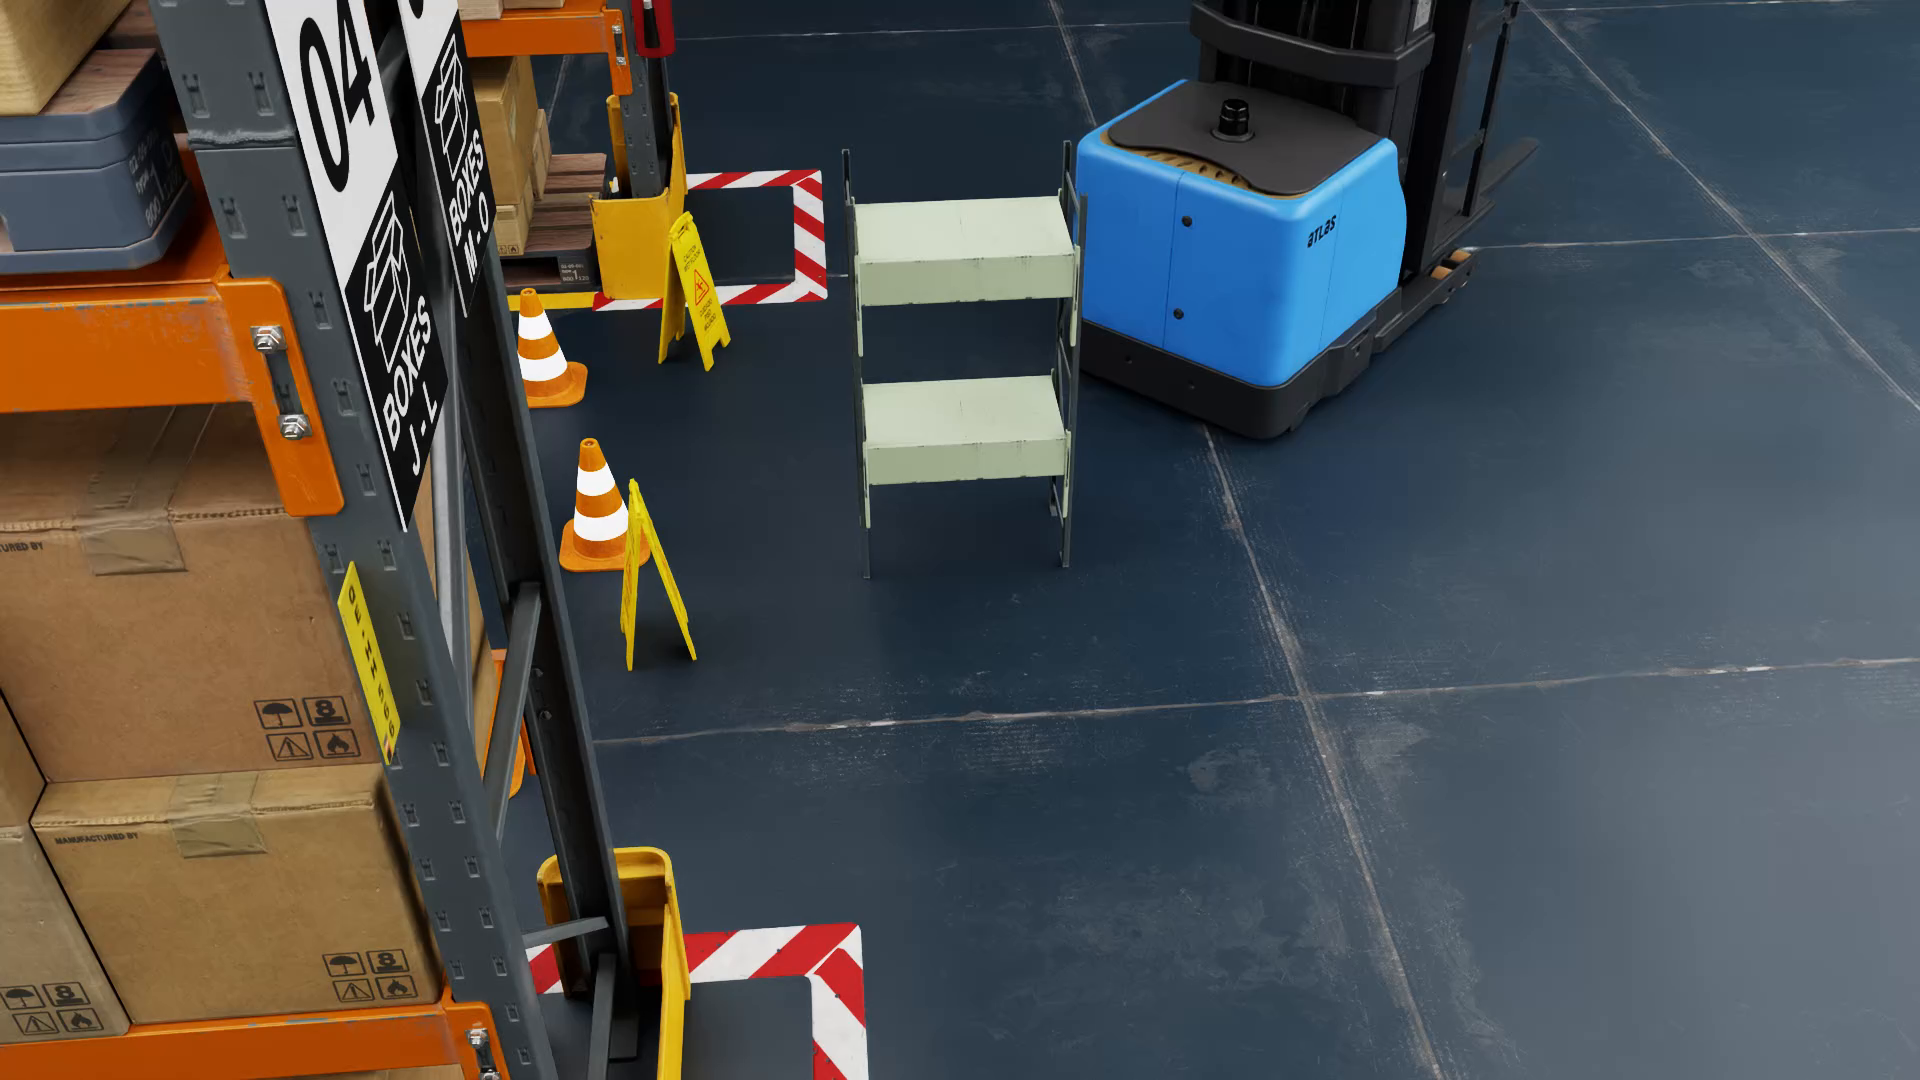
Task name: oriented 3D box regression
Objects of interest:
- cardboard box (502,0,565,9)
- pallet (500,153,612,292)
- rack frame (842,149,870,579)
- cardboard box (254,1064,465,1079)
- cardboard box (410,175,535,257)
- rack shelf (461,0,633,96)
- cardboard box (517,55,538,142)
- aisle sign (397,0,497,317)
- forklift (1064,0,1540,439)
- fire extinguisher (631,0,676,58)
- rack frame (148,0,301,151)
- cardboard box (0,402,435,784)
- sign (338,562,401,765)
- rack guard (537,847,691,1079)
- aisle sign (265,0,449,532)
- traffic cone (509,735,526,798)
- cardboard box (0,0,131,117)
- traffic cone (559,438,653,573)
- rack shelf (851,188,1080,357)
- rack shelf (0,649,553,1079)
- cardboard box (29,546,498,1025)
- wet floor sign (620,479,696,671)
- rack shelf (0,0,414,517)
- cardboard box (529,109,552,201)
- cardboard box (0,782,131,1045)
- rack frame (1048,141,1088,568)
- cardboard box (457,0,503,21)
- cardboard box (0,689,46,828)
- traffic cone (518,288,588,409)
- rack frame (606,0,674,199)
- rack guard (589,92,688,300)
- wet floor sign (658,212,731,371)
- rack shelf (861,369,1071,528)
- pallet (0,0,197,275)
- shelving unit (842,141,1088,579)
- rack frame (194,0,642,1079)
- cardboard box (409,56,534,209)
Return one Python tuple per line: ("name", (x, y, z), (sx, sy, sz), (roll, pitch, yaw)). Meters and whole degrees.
("cardboard box", (-1.801, -2.400, 7.073), (0.250, 0.149, 0.380), (-2, 38, -2))
("pallet", (-2.335, -1.530, 8.018), (1.213, 0.211, 1.003), (-3, 38, -4))
("rack frame", (-0.358, -0.569, 5.760), (0.023, 1.500, 0.400), (-3, 38, -4))
("cardboard box", (-1.578, 1.145, 3.754), (0.875, 0.875, 0.875), (-3, 38, -4))
("cardboard box", (-2.252, -1.525, 7.642), (0.500, 0.250, 0.500), (-3, 38, -4))
("rack shelf", (-3.439, -2.259, 7.272), (4.000, 0.370, 1.077), (-3, 38, -4))
("cardboard box", (-2.299, -2.156, 7.836), (0.500, 0.500, 0.500), (-4, 38, -5))
("aisle sign", (-0.864, -0.812, 2.759), (0.004, 0.787, 0.394), (-3, 38, -4))
("forklift", (1.753, -2.407, 6.935), (1.130, 2.935, 3.031), (26, 45, 29))
("fire extinguisher", (-1.292, -2.343, 6.860), (0.183, 0.674, 0.296), (-3, 38, -4))
("rack frame", (-0.908, -1.958, 1.466), (0.127, 3.000, 1.000), (-3, 38, -4))
("cardboard box", (-1.281, -0.089, 2.948), (0.550, 0.550, 0.875), (-3, 38, -4))
("sign", (-0.874, 0.185, 2.467), (0.005, 0.325, 0.100), (-3, 38, -4))
("rack guard", (-0.884, 1.377, 4.101), (0.348, 0.500, 1.175), (-3, 38, -4))
("aisle sign", (-0.811, -0.442, 2.290), (0.004, 0.787, 0.394), (-3, 38, -4))
("traffic cone", (-1.563, 0.546, 5.184), (0.334, 0.463, 0.336), (-3, 38, -4))
("cardboard box", (-1.209, -0.658, 2.024), (0.250, 0.149, 0.380), (-3, 38, -4))
("traffic cone", (-1.324, -0.170, 6.091), (0.334, 0.463, 0.336), (-3, 38, -4))
("rack shelf", (0.007, -0.896, 5.544), (0.720, 0.370, 0.431), (-3, 38, -4))
("rack shelf", (-2.900, 0.790, 3.408), (4.000, 0.370, 1.077), (-3, 38, -4))
("cardboard box", (-1.274, 0.387, 3.217), (0.550, 0.550, 0.875), (-3, 38, -4))
("wet floor sign", (-1.055, 0.098, 5.604), (0.232, 0.644, 0.267), (-9, 39, -12))
("rack shelf", (-2.900, -0.388, 2.479), (4.000, 0.370, 1.077), (-3, 38, -4))
("cardboard box", (-2.275, -1.863, 8.070), (0.500, 0.250, 0.500), (-3, 38, -4))
("cardboard box", (-1.820, 0.430, 3.162), (0.550, 0.550, 0.875), (-3, 38, -4))
("rack frame", (0.371, -0.609, 5.811), (0.023, 1.500, 0.400), (-3, 38, -4))
("cardboard box", (-2.043, -2.318, 6.969), (0.250, 0.149, 0.380), (-4, 38, -5))
("cardboard box", (-1.821, -0.002, 2.838), (0.550, 0.550, 0.875), (-3, 38, -4))
("traffic cone", (-1.761, -0.836, 6.936), (0.334, 0.463, 0.336), (-3, 38, -4))
("rack frame", (-1.447, -2.651, 7.188), (0.127, 3.000, 1.000), (-3, 38, -4))
("rack guard", (-1.523, -1.666, 7.957), (0.348, 0.500, 1.175), (-3, 38, -4))
("wet floor sign", (-1.163, -1.077, 7.094), (0.232, 0.644, 0.267), (9, 39, 12))
("rack shelf", (0.007, -0.333, 5.988), (0.720, 0.370, 0.431), (-3, 38, -4))
("pallet", (-1.646, -0.698, 2.363), (1.213, 0.211, 1.003), (-3, 38, -4))
("shelving unit", (0.007, -0.589, 5.786), (0.755, 1.500, 0.431), (-3, 38, -4))
("rack frame", (-0.908, 0.397, 3.325), (0.127, 3.000, 1.000), (-3, 38, -4))
("cardboard box", (-2.222, -1.826, 7.418), (0.500, 0.500, 0.500), (-3, 38, -4))
